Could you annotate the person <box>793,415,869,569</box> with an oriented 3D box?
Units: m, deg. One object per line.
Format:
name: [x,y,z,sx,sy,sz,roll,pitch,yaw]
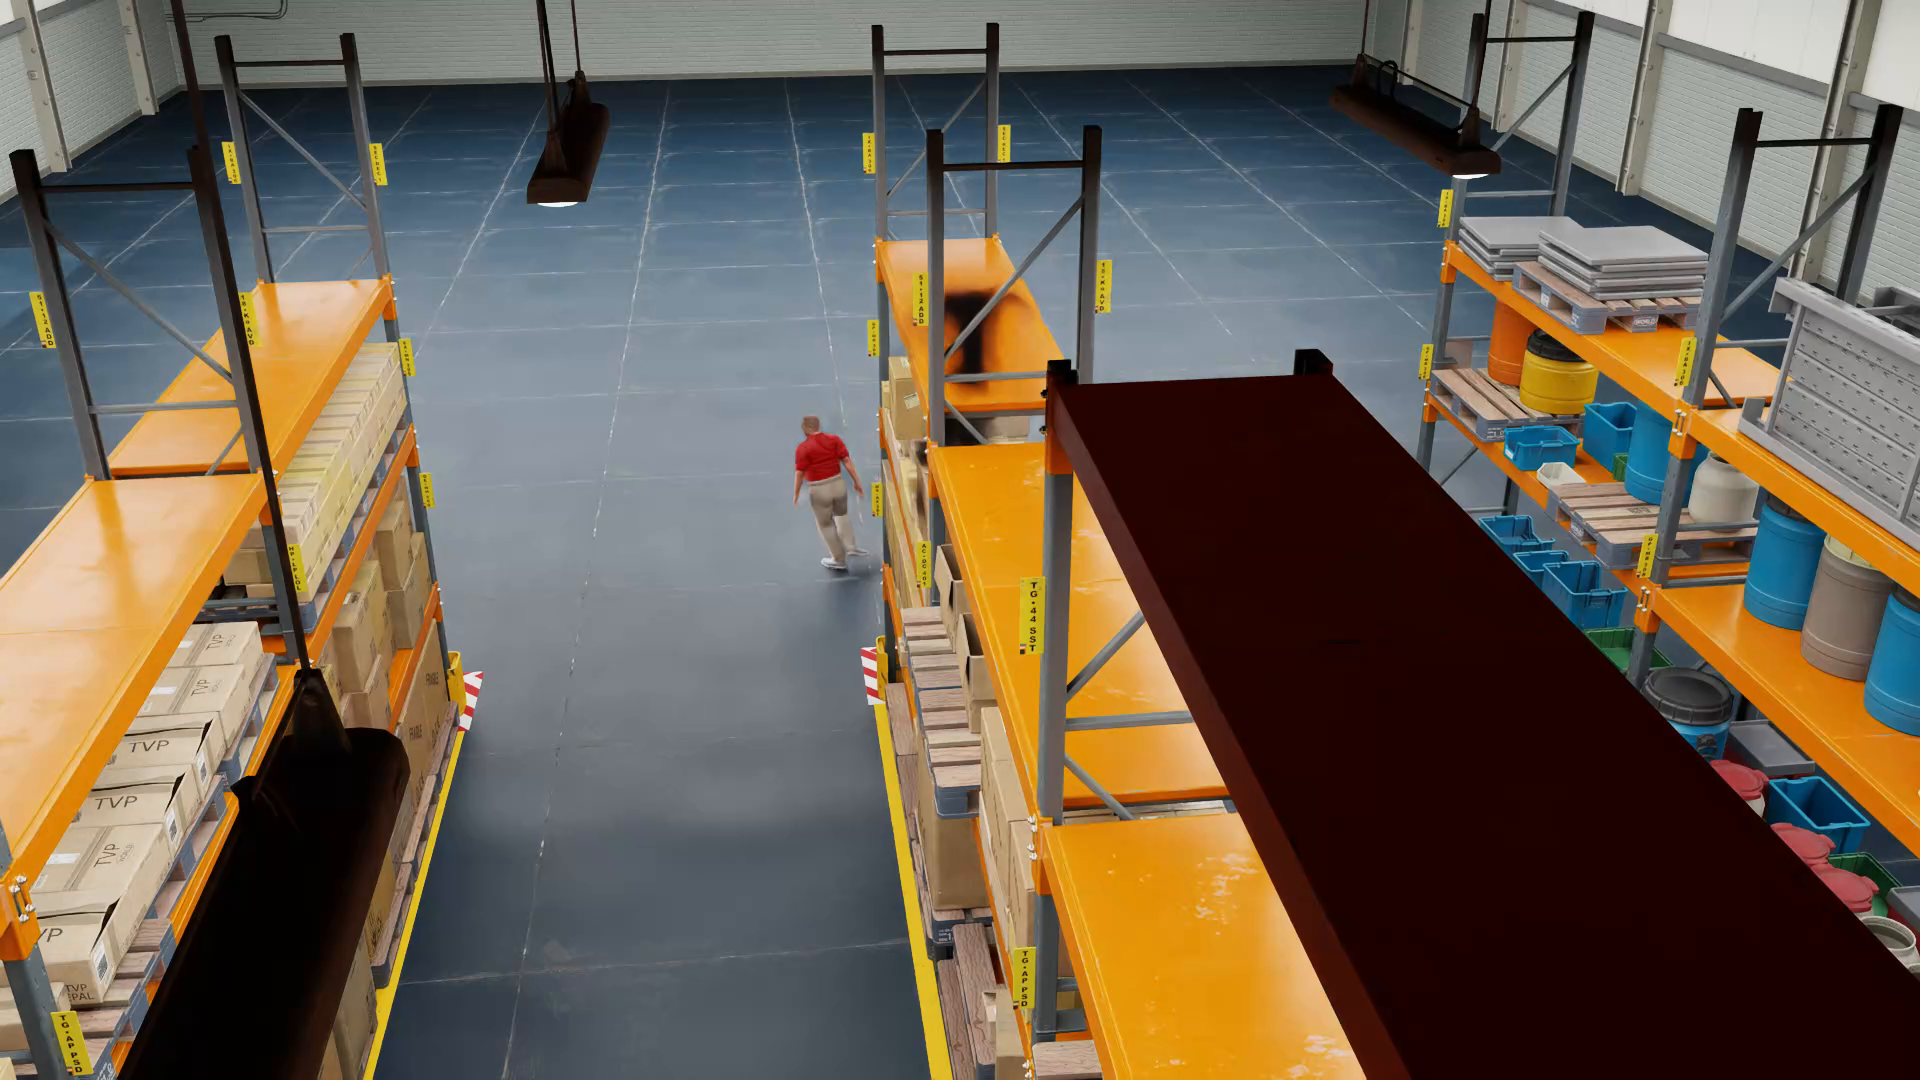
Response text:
person: [-1.380,-0.499,17.614,0.707,1.693,0.565,-15,29,-29]

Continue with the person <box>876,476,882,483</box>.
person: [-0.426,-0.252,17.054,0.998,1.753,0.668,12,28,23]
